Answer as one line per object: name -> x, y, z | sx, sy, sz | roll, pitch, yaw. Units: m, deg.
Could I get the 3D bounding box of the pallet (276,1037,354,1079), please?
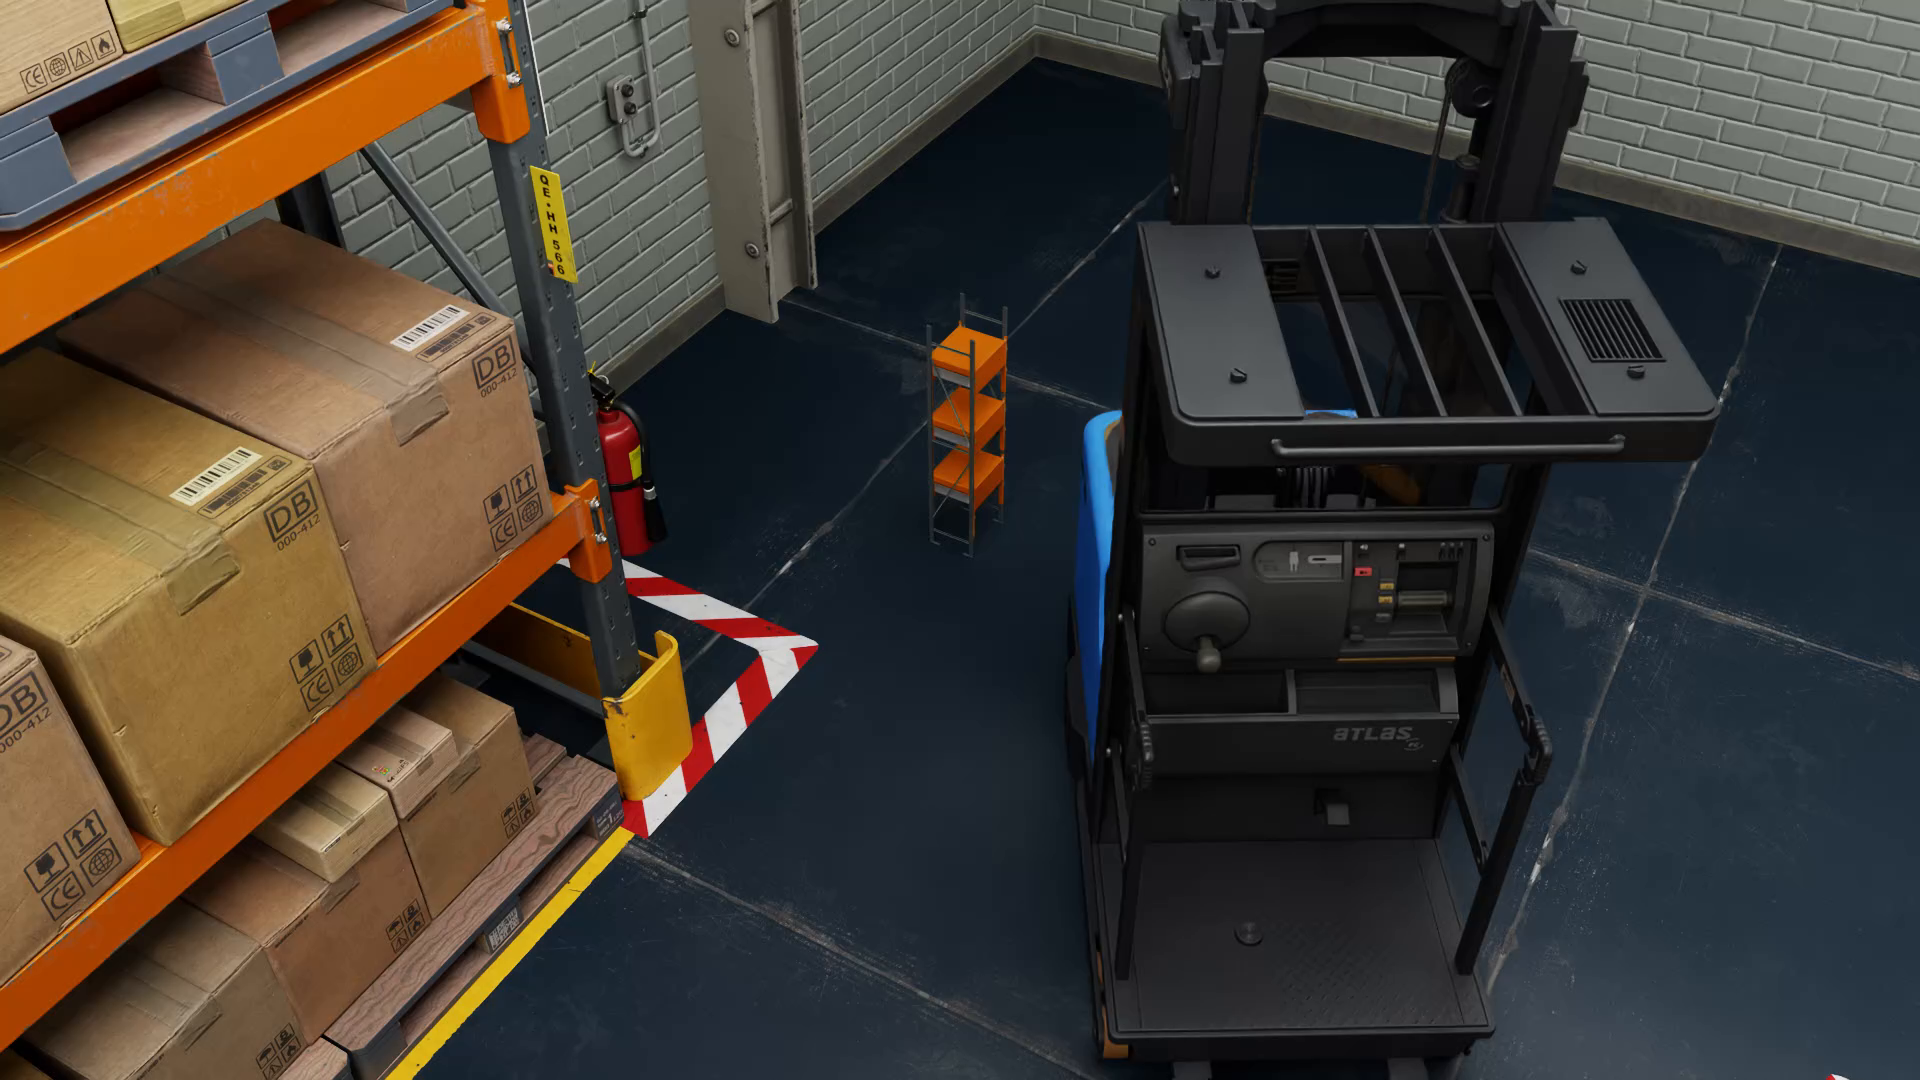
pallet -> -2.473, 1.737, 4.618 | 1.003, 0.211, 1.213 | 21, 45, 22

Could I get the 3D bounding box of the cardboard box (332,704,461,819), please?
cardboard box -> -1.699, 0.616, 4.863 | 0.380, 0.149, 0.250 | 20, 45, 22

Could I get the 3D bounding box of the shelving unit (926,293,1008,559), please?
shelving unit -> 0.027, -0.425, 6.438 | 0.215, 1.050, 0.252 | 21, 45, 22

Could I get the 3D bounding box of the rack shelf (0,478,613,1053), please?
rack shelf -> -2.530, 0.926, 3.973 | 1.077, 0.370, 4.000 | 21, 45, 22

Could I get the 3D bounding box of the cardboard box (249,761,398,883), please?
cardboard box -> -1.827, 0.763, 4.697 | 0.380, 0.149, 0.250 | 22, 46, 23

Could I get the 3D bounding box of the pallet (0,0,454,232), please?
pallet -> -1.891, -1.153, 3.587 | 1.003, 0.211, 1.213 | 21, 45, 22

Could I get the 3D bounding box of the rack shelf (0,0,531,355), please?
rack shelf -> -2.530, -0.199, 2.981 | 1.077, 0.370, 4.000 | 21, 45, 22

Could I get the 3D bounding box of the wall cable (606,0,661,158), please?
wall cable -> -1.707, -1.915, 5.886 | 0.084, 1.984, 1.851 | 21, 45, 22

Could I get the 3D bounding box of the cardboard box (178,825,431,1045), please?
cardboard box -> -2.043, 1.012, 4.904 | 0.700, 0.500, 0.500 | 21, 45, 22

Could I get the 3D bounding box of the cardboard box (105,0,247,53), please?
cardboard box -> -1.666, -1.246, 3.345 | 0.500, 0.250, 0.500 | 22, 46, 23

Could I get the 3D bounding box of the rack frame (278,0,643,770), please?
rack frame -> -1.529, -0.488, 5.035 | 1.000, 3.000, 0.127 | 21, 45, 22

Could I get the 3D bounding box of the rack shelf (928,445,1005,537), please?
rack shelf -> 0.027, -0.208, 6.628 | 0.215, 0.259, 0.240 | 21, 45, 22

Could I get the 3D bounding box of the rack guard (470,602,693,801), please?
rack guard -> -1.517, 0.436, 5.876 | 1.175, 0.500, 0.348 | 21, 45, 22

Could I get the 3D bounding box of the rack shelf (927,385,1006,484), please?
rack shelf -> 0.027, -0.417, 6.445 | 0.215, 0.259, 0.240 | 21, 45, 22

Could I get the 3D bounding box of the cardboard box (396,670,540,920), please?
cardboard box -> -1.793, 0.726, 5.229 | 0.700, 0.500, 0.500 | 21, 45, 22

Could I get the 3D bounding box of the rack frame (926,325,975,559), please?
rack frame -> -0.034, -0.355, 6.359 | 0.200, 1.050, 0.008 | 21, 45, 22

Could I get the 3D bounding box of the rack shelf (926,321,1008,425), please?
rack shelf -> 0.027, -0.630, 6.257 | 0.215, 0.259, 0.240 | 21, 45, 22

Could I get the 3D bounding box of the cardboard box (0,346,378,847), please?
cardboard box -> -2.130, 0.114, 4.123 | 0.980, 0.700, 0.700 | 21, 45, 22

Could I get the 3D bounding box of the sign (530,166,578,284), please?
sign -> -1.066, -0.824, 4.361 | 0.100, 0.325, 0.005 | 21, 45, 22

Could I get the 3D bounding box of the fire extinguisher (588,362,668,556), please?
fire extinguisher -> -1.054, -0.253, 5.108 | 0.296, 0.674, 0.183 | 21, 45, 22

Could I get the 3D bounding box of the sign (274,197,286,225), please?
sign -> -2.007, -1.030, 4.935 | 0.100, 0.325, 0.005 | 21, 45, 22

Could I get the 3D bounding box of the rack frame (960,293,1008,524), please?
rack frame -> 0.088, -0.494, 6.517 | 0.200, 1.050, 0.008 | 21, 45, 22

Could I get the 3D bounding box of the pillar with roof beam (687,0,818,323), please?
pillar with roof beam -> 2.800, -3.147, 3.514 | 9.100, 9.000, 0.400 | 21, 45, 22

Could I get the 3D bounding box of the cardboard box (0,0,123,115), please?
cardboard box -> -1.925, -0.948, 3.007 | 0.500, 0.250, 0.500 | 19, 45, 21

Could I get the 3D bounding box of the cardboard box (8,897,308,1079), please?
cardboard box -> -2.294, 1.300, 4.577 | 0.700, 0.500, 0.500 | 19, 45, 21

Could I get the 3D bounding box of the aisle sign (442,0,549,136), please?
aisle sign -> -1.233, -1.406, 4.109 | 0.394, 0.787, 0.004 | 21, 45, 22

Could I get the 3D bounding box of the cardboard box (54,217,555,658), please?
cardboard box -> -1.776, -0.305, 4.600 | 0.980, 0.700, 0.700 | 23, 46, 24

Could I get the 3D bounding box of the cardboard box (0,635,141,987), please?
cardboard box -> -2.520, 0.548, 3.631 | 0.980, 0.700, 0.700 | 19, 45, 20

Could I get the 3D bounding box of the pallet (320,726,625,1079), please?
pallet -> -1.861, 1.042, 5.407 | 1.003, 0.211, 1.213 | 21, 45, 22

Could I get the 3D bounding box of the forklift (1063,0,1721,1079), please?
forklift -> 0.952, 0.235, 4.266 | 1.130, 2.935, 3.031 | -1, 41, -1
